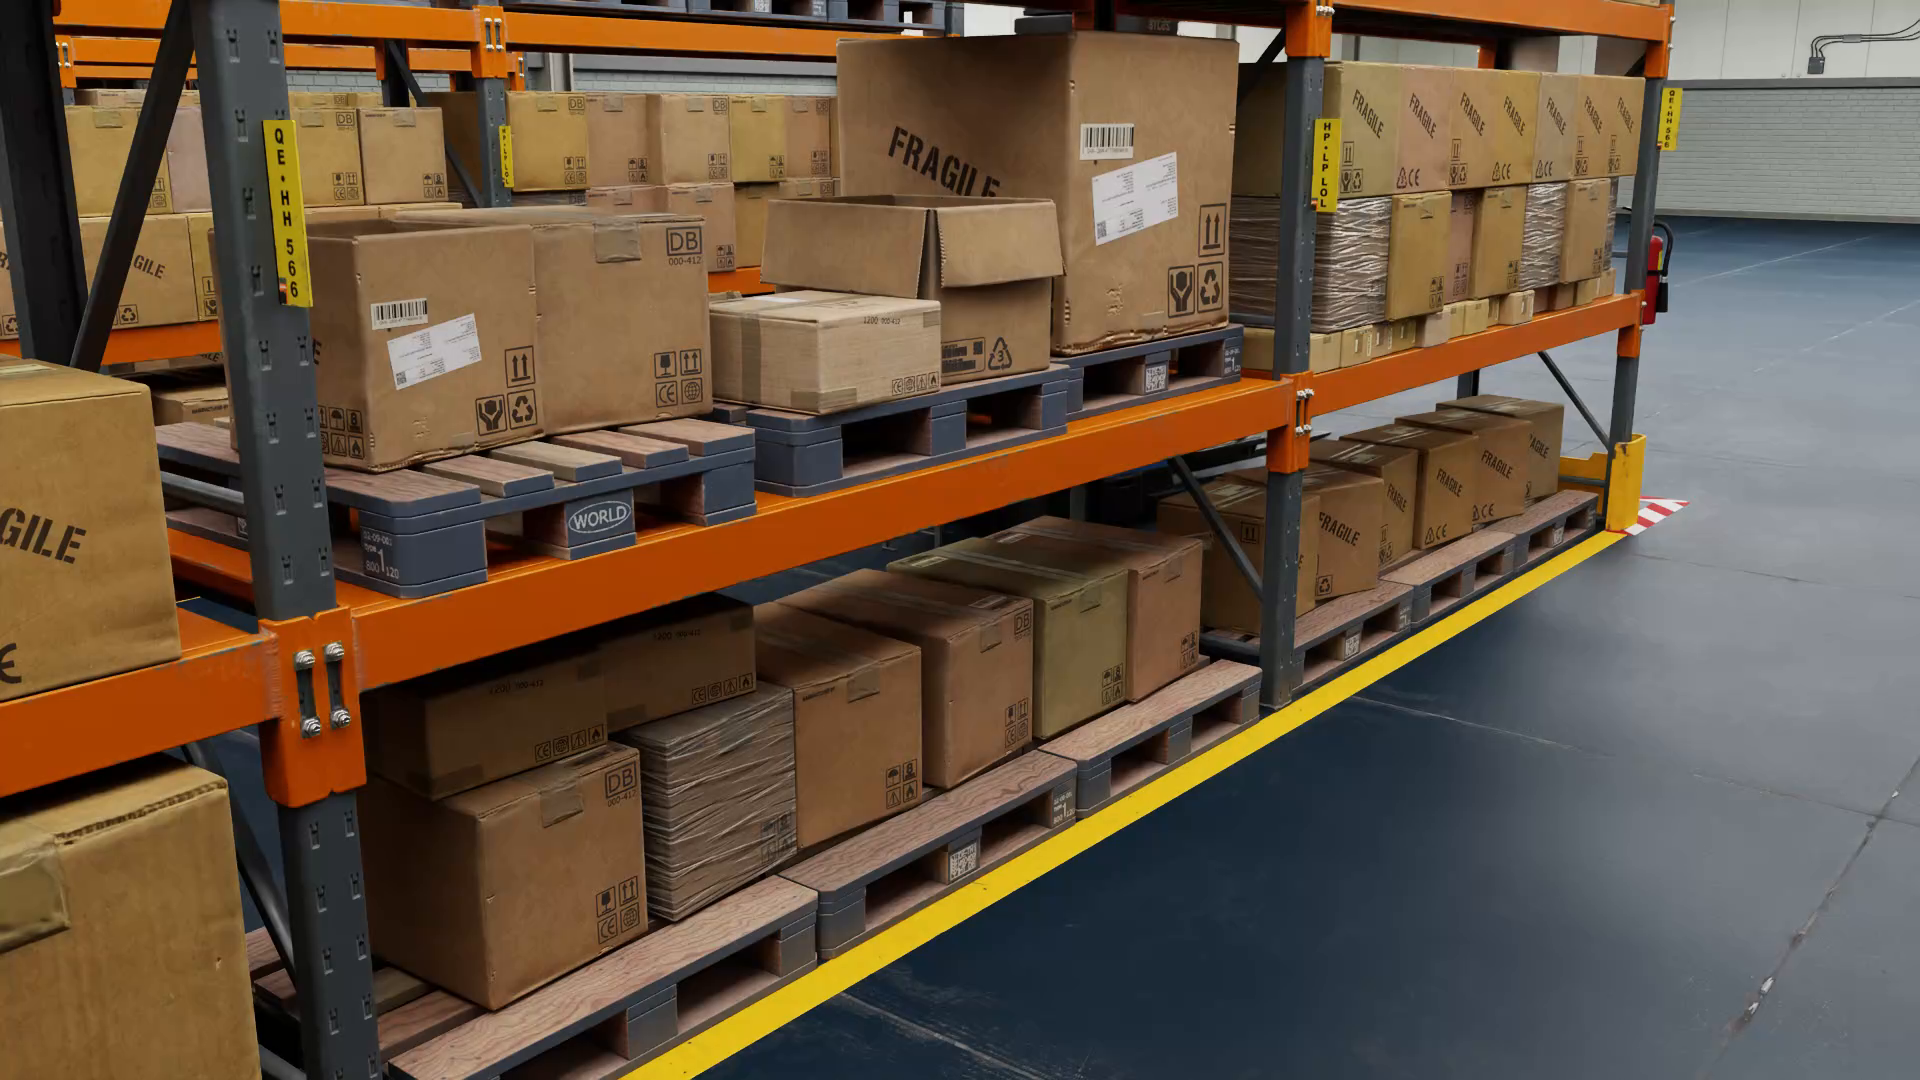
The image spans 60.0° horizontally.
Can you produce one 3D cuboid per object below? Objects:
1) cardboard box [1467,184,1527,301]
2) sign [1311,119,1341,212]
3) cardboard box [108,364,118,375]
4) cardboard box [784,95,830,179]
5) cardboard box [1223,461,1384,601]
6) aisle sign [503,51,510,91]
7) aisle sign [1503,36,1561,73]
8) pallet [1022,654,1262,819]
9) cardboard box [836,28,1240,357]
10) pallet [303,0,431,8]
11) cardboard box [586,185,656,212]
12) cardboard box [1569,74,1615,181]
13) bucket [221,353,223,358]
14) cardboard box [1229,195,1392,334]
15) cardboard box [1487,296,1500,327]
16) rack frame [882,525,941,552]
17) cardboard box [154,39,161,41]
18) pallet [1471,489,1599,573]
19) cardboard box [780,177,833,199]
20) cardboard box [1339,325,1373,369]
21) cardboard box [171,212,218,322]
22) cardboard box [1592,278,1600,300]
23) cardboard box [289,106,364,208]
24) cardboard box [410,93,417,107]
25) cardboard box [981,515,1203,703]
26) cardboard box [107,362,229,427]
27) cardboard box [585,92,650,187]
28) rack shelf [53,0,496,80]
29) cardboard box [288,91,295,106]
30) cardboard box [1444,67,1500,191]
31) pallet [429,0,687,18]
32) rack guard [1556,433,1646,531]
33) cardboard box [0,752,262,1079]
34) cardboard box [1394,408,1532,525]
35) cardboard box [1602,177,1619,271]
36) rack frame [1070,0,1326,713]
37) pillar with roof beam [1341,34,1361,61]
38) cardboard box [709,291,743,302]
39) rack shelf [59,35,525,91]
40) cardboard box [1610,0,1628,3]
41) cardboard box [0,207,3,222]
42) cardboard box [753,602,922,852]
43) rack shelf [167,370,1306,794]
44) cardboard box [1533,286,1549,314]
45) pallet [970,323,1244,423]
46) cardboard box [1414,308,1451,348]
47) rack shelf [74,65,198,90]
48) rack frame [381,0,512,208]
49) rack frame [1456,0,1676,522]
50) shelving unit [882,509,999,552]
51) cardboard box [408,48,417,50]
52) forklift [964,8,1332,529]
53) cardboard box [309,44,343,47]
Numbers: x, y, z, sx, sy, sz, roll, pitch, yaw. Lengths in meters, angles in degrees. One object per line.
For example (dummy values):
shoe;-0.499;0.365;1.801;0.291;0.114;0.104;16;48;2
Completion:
cardboard box;2.137;-1.431;7.856;0.875;0.500;0.500;11;18;38
sign;1.316;-1.347;5.980;0.100;0.325;0.005;11;18;38
cardboard box;-6.663;-1.430;13.391;0.500;0.250;0.500;12;19;40
cardboard box;-1.393;-2.749;11.354;0.875;0.550;0.550;11;18;38
cardboard box;1.519;-0.044;7.428;0.500;0.500;0.500;-9;17;-32
aisle sign;-4.047;-4.397;15.061;0.394;0.787;0.004;11;18;38
aisle sign;3.202;-2.955;9.383;0.394;0.787;0.004;11;18;38
pallet;0.394;0.630;6.214;1.003;0.211;1.213;11;18;38
cardboard box;0.274;-1.235;5.819;1.000;1.000;1.000;11;18;38
pallet;-3.450;-2.836;8.489;0.805;0.209;1.217;10;18;35
cardboard box;-2.361;-1.912;10.251;0.875;0.550;0.550;11;18;38
cardboard box;2.933;-2.074;8.356;0.500;0.500;0.500;11;18;38
bucket;-4.620;-1.191;11.279;0.620;0.611;0.726;-19;22;-27
cardboard box;1.213;-1.140;6.711;0.875;0.500;0.500;11;18;38
cardboard box;2.306;-1.088;7.823;0.380;0.149;0.250;11;18;38
rack frame;-0.257;-0.939;8.556;0.400;2.100;0.015;11;18;38
cardboard box;-6.161;-3.864;12.660;0.380;0.149;0.250;11;18;38
pallet;2.810;-0.121;9.169;1.003;0.211;1.213;11;18;38
cardboard box;-1.374;-2.222;11.472;0.875;0.550;0.550;11;18;38
cardboard box;1.419;-0.789;6.649;0.380;0.149;0.250;11;18;38
cardboard box;-3.667;-1.371;8.225;0.500;0.500;0.500;11;18;38
cardboard box;3.220;-1.381;8.976;0.380;0.149;0.250;11;18;38
cardboard box;-3.541;-1.996;8.654;0.700;0.500;0.500;11;18;37
cardboard box;-4.787;-3.620;14.443;0.700;0.500;0.500;11;18;38
cardboard box;0.480;0.242;6.262;0.700;0.500;0.500;10;17;33
cardboard box;-3.842;-0.454;8.534;1.050;0.750;0.750;11;18;38
cardboard box;-2.398;-2.442;10.147;0.875;0.550;0.550;11;18;38
rack shelf;-4.169;-2.380;7.767;1.077;0.370;4.000;11;18;38
cardboard box;-5.706;-3.319;13.256;0.700;0.500;0.500;11;18;36
cardboard box;1.991;-1.786;7.225;0.500;0.500;0.500;11;18;38
pallet;-2.390;-3.224;9.808;1.003;0.211;1.213;11;18;38
rack guard;3.349;-0.411;9.724;1.175;0.500;0.348;11;18;38
cardboard box;-2.082;0.850;3.145;1.225;0.875;0.875;10;17;35
cardboard box;2.642;-0.392;8.798;0.500;0.500;0.500;-10;17;-35
cardboard box;3.029;-1.728;9.027;0.875;0.500;0.500;11;18;38
rack frame;0.882;-0.871;6.458;1.000;3.000;0.127;11;18;38
pillar with roof beam;12.890;-11.931;37.810;9.100;9.000;0.400;11;18;38
cardboard box;-0.794;-0.604;4.829;0.396;0.266;0.258;11;18;36
rack shelf;-5.569;-3.892;13.722;1.077;0.370;4.000;11;18;38
cardboard box;2.979;-2.790;8.227;0.500;0.250;0.500;11;18;38
cardboard box;-4.499;-1.705;7.508;0.700;0.500;0.500;11;18;37
cardboard box;-0.537;0.544;5.071;0.700;0.500;0.500;13;19;42
rack shelf;-0.375;-0.139;5.039;1.077;0.370;4.000;11;18;38
cardboard box;2.745;-1.238;8.414;0.380;0.149;0.250;11;18;38
pallet;0.289;-0.654;5.994;1.003;0.211;1.213;11;18;38
cardboard box;1.893;-0.932;7.212;0.380;0.149;0.250;11;18;38
rack shelf;-9.432;-4.660;16.743;1.077;0.370;4.000;11;18;38
rack frame;-2.912;-1.658;9.556;1.000;3.000;0.127;11;18;38
rack frame;3.396;-1.637;9.474;1.000;3.000;0.127;11;18;38
shelving unit;-0.104;-0.986;8.740;0.431;2.100;0.503;11;18;38
cardboard box;-4.854;-4.254;14.195;0.380;0.149;0.250;11;18;38
forklift;1.152;-1.716;9.927;3.031;2.935;1.130;-14;20;-43
cardboard box;-5.249;-4.090;13.548;0.380;0.149;0.250;11;18;37
